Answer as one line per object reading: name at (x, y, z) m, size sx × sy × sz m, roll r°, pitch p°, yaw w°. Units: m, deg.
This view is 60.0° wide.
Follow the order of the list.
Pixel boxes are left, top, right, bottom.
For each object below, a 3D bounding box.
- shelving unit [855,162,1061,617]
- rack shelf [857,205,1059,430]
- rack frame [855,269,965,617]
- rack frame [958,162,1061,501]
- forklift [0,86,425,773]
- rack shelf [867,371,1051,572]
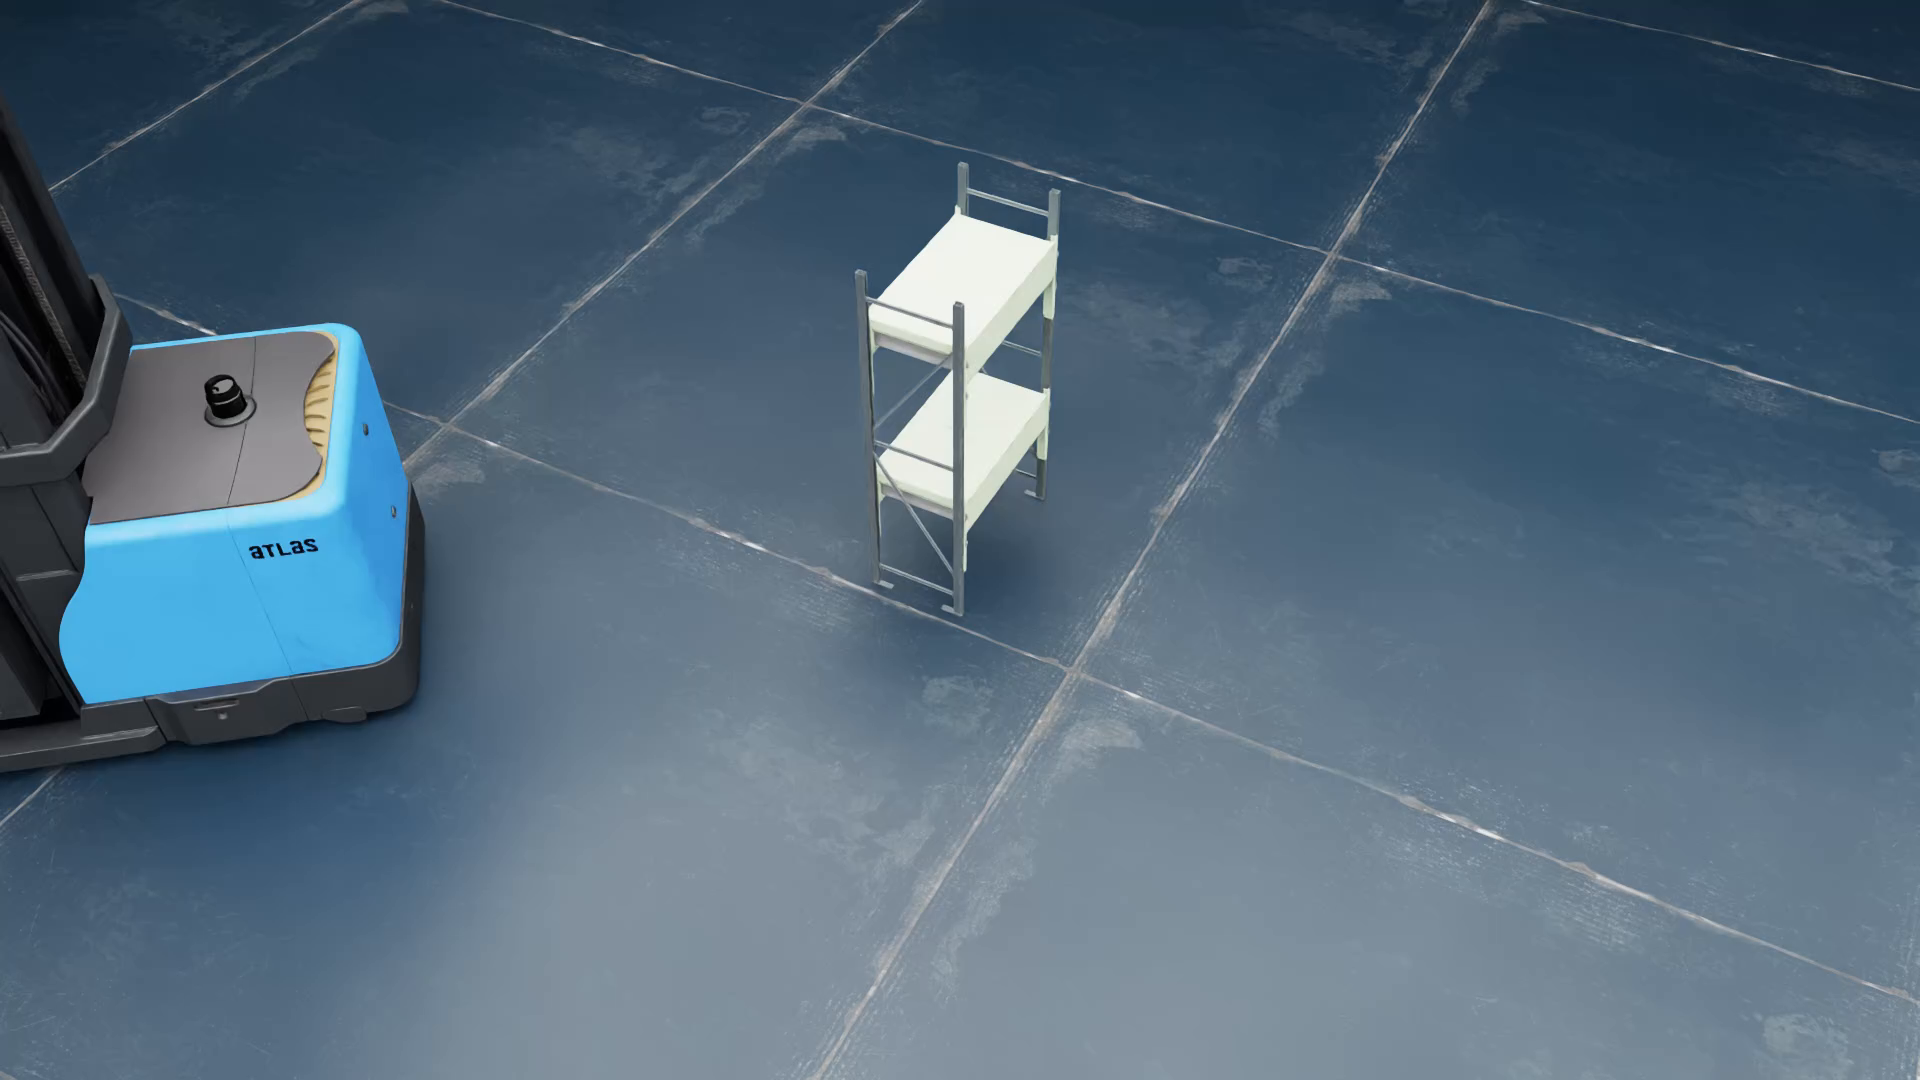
shelving unit at (0.003, -0.531, 6.221) m, size 0.431 × 1.500 × 0.755 m, roll 20°, pitch 49°, yaw 19°
rack shelf at (0.003, -0.806, 5.943) m, size 0.431 × 0.370 × 0.720 m, roll 20°, pitch 49°, yaw 19°
rack frame at (-0.167, -0.301, 5.993) m, size 0.400 × 1.500 × 0.023 m, roll 20°, pitch 49°, yaw 19°
rack frame at (0.173, -0.762, 6.449) m, size 0.400 × 1.500 × 0.023 m, roll 20°, pitch 49°, yaw 19°
forklift at (-3.564, -0.539, 5.222) m, size 3.031 × 2.935 × 1.130 m, roll -8°, pitch 46°, yaw -8°
rack shelf at (0.003, -0.302, 6.453) m, size 0.431 × 0.370 × 0.720 m, roll 20°, pitch 49°, yaw 19°
